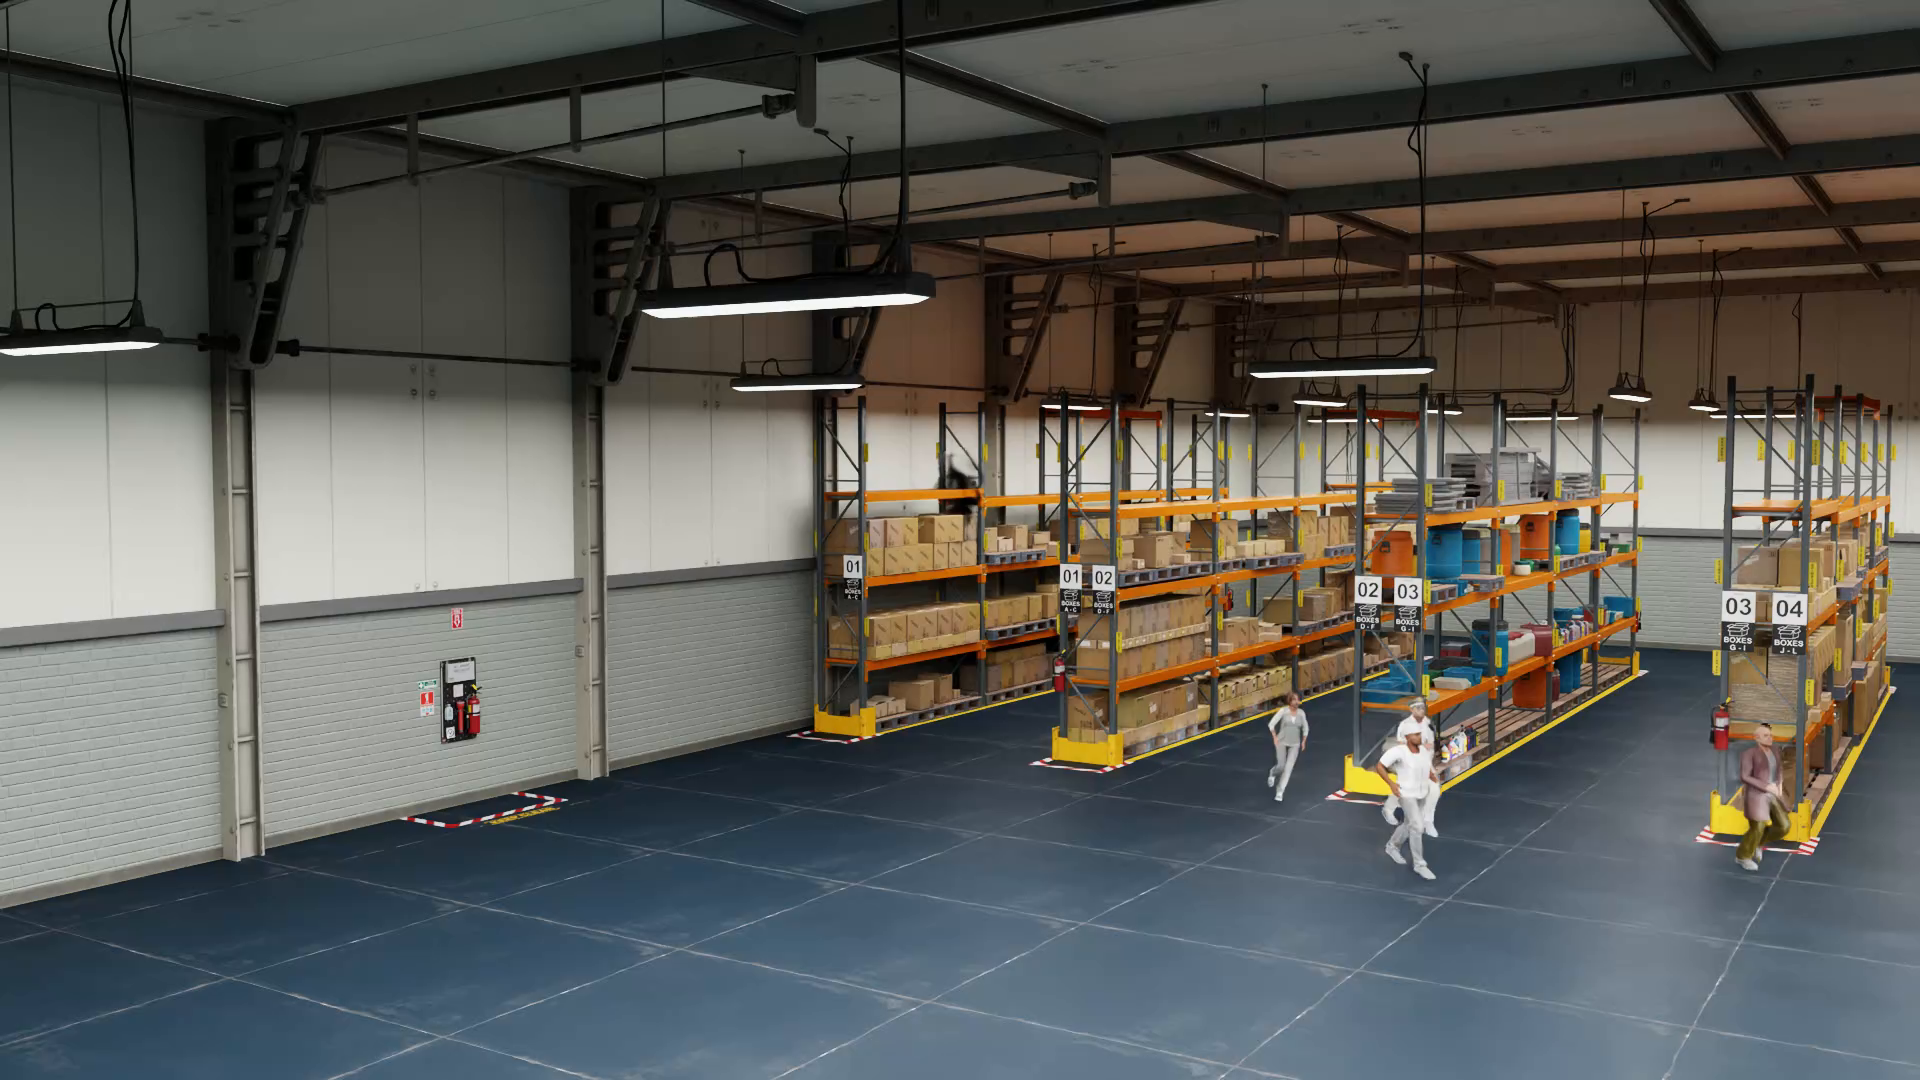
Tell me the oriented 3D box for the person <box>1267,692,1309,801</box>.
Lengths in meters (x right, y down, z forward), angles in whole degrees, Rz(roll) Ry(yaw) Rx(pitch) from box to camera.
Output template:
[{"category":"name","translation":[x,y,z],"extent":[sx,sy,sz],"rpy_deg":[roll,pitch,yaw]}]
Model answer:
[{"category":"person","translation":[4.777,2.979,24.097],"extent":[0.583,1.511,0.606],"rpy_deg":[0,3,-2]}]

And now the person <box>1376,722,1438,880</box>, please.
[{"category":"person","translation":[5.362,3.056,19.769],"extent":[0.701,1.792,0.849],"rpy_deg":[-2,4,-35]}]

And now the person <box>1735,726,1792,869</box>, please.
[{"category":"person","translation":[9.631,3.091,19.872],"extent":[0.747,1.739,0.759],"rpy_deg":[-1,3,-16]}]

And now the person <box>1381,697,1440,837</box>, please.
[{"category":"person","translation":[6.016,2.973,21.951],"extent":[0.672,1.839,0.877],"rpy_deg":[-1,3,-22]}]
